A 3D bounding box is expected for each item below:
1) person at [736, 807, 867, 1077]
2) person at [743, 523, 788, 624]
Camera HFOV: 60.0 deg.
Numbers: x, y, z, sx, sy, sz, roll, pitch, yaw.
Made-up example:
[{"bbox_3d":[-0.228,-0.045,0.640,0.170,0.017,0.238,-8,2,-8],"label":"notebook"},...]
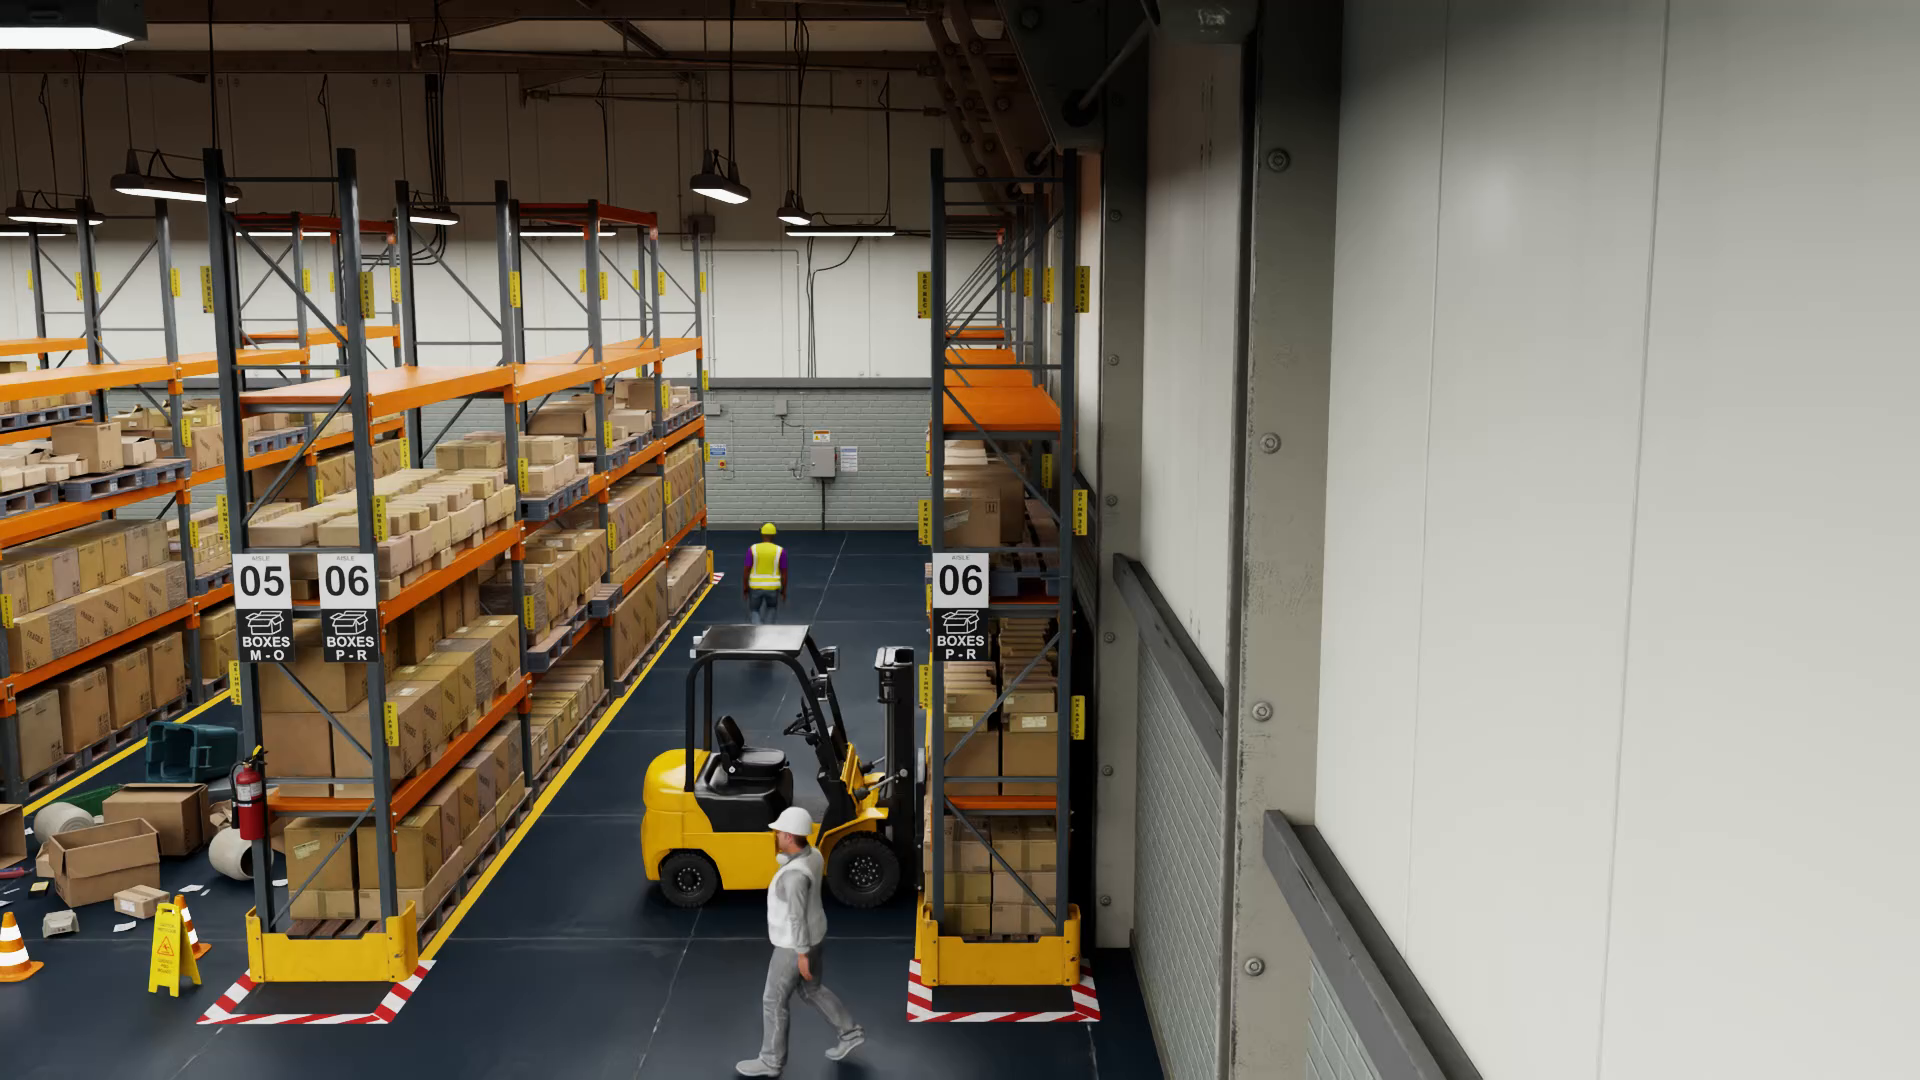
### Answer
[{"bbox_3d":[-1.037,2.590,10.792,0.805,1.762,0.523,2,9,9],"label":"person"},{"bbox_3d":[-2.611,0.606,22.334,0.611,1.674,0.579,0,9,-1],"label":"person"}]
